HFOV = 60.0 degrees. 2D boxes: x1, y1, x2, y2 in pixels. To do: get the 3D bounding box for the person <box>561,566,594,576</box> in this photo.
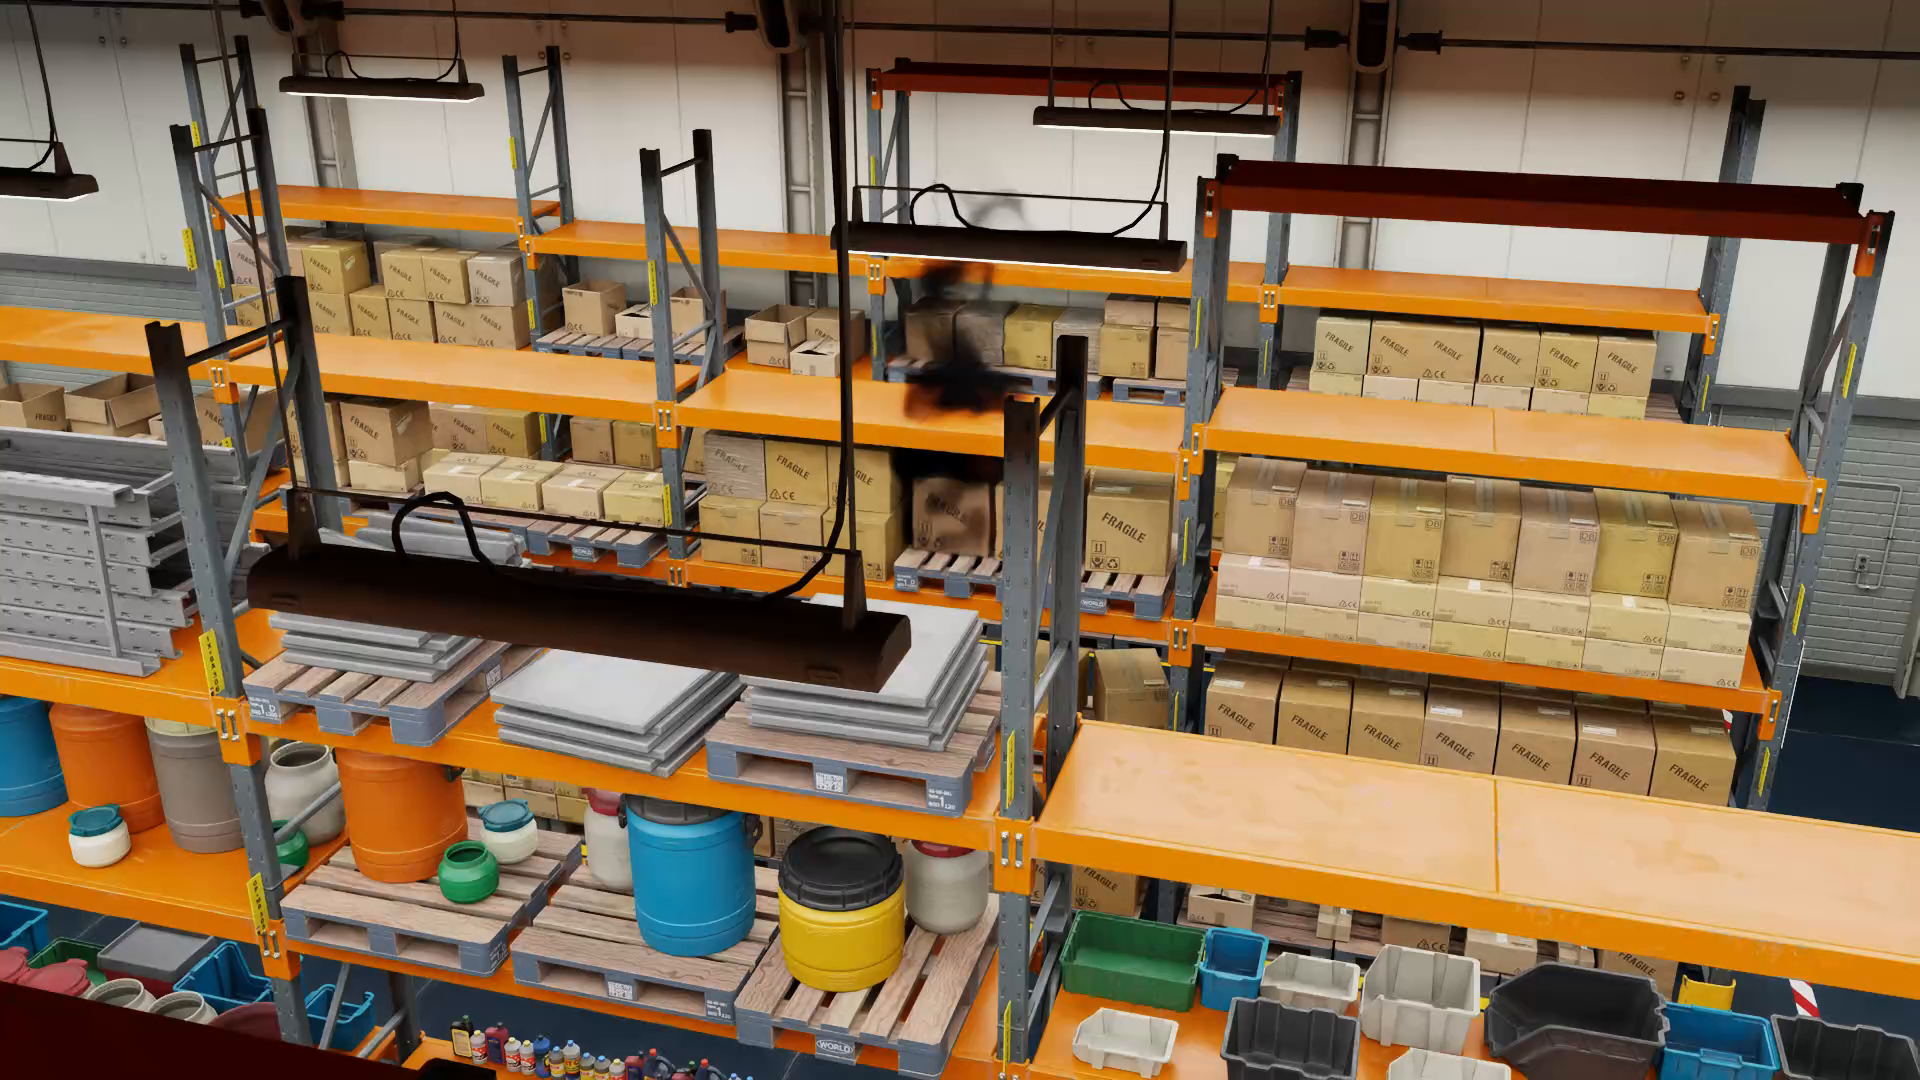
[{"bbox_3d":[-3.722,0.878,16.323,1.069,1.757,0.704,5,23,11],"label":"person"}]
